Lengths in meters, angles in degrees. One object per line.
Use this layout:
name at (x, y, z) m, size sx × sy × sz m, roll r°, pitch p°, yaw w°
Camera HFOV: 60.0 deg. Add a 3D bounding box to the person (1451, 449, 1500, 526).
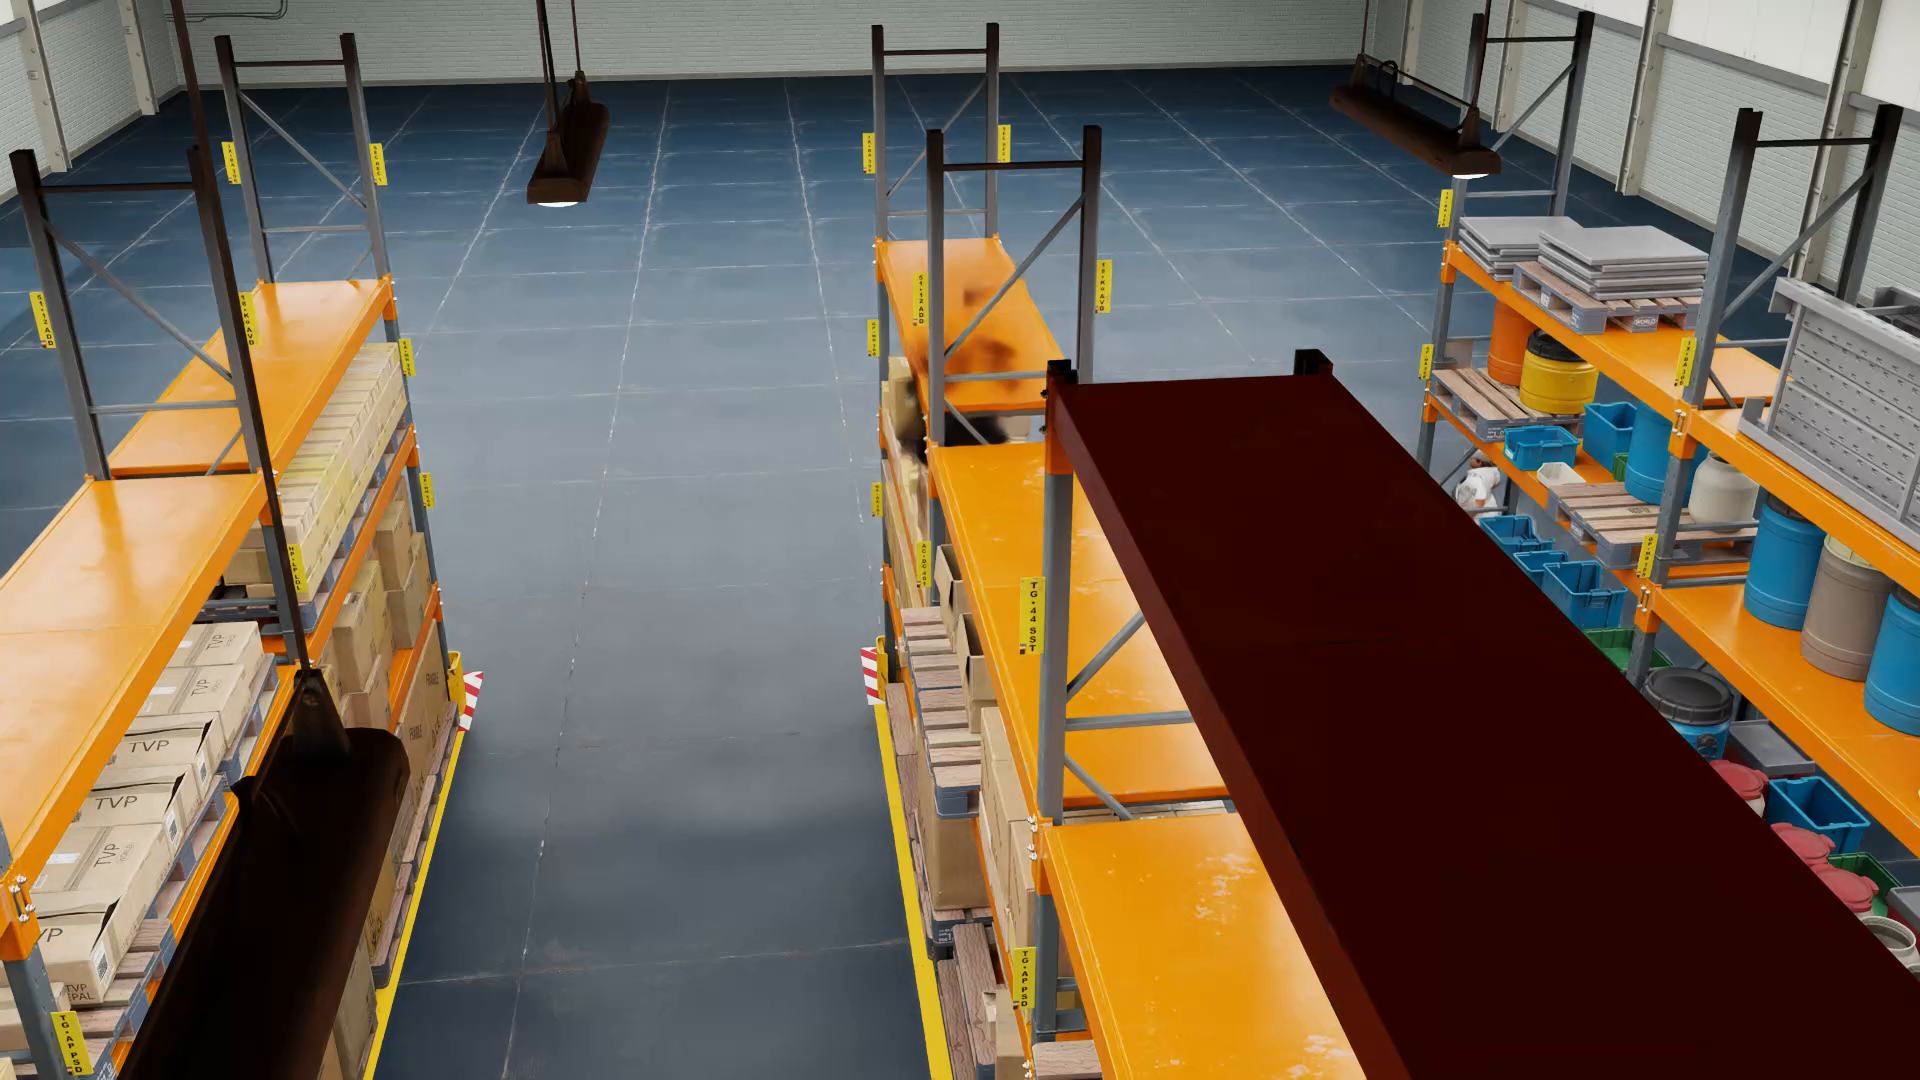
person at (5.275, -0.233, 17.089) m, size 0.919 × 1.635 × 0.687 m, roll 22°, pitch 33°, yaw 38°
